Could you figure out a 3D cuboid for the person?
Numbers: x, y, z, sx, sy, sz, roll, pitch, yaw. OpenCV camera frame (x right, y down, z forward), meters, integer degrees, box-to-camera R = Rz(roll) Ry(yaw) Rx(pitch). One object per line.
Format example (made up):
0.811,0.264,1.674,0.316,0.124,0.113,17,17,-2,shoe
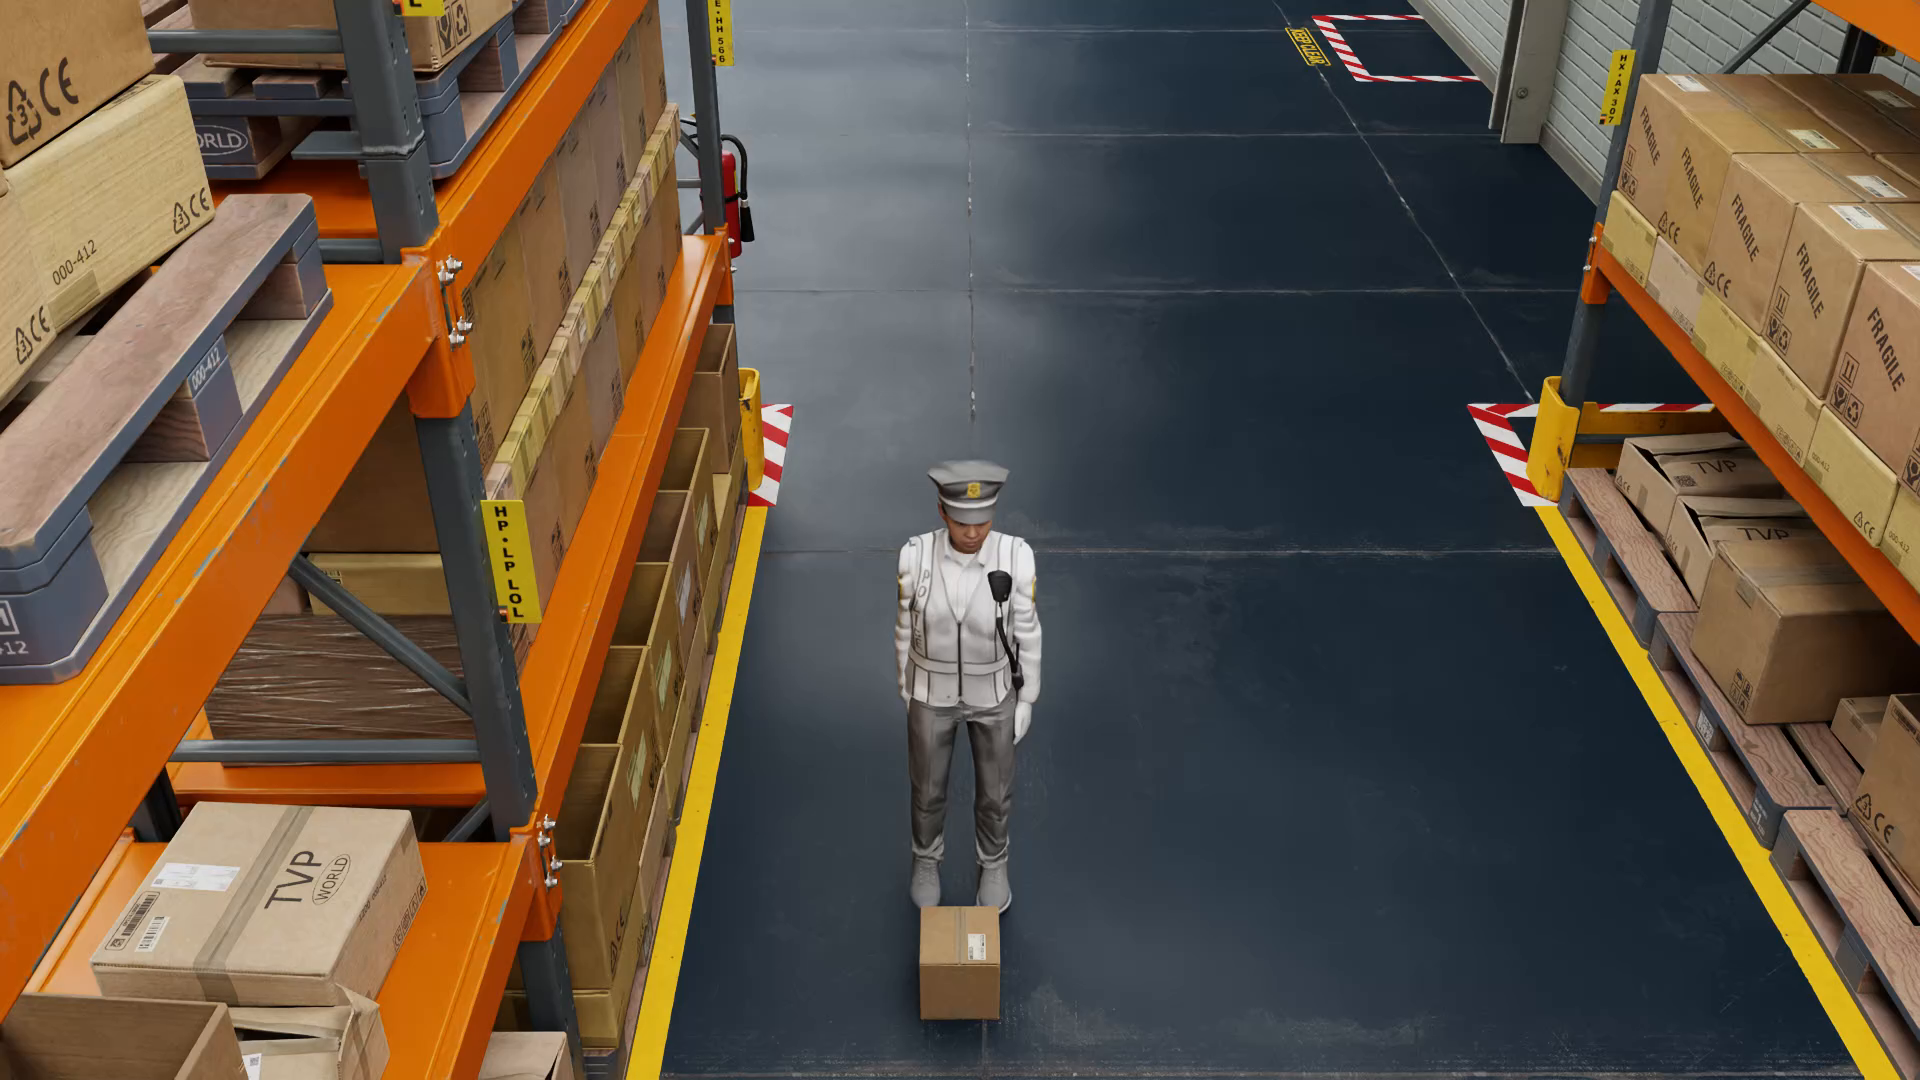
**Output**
0.024,0.507,5.325,0.467,1.690,0.334,1,32,1,person
